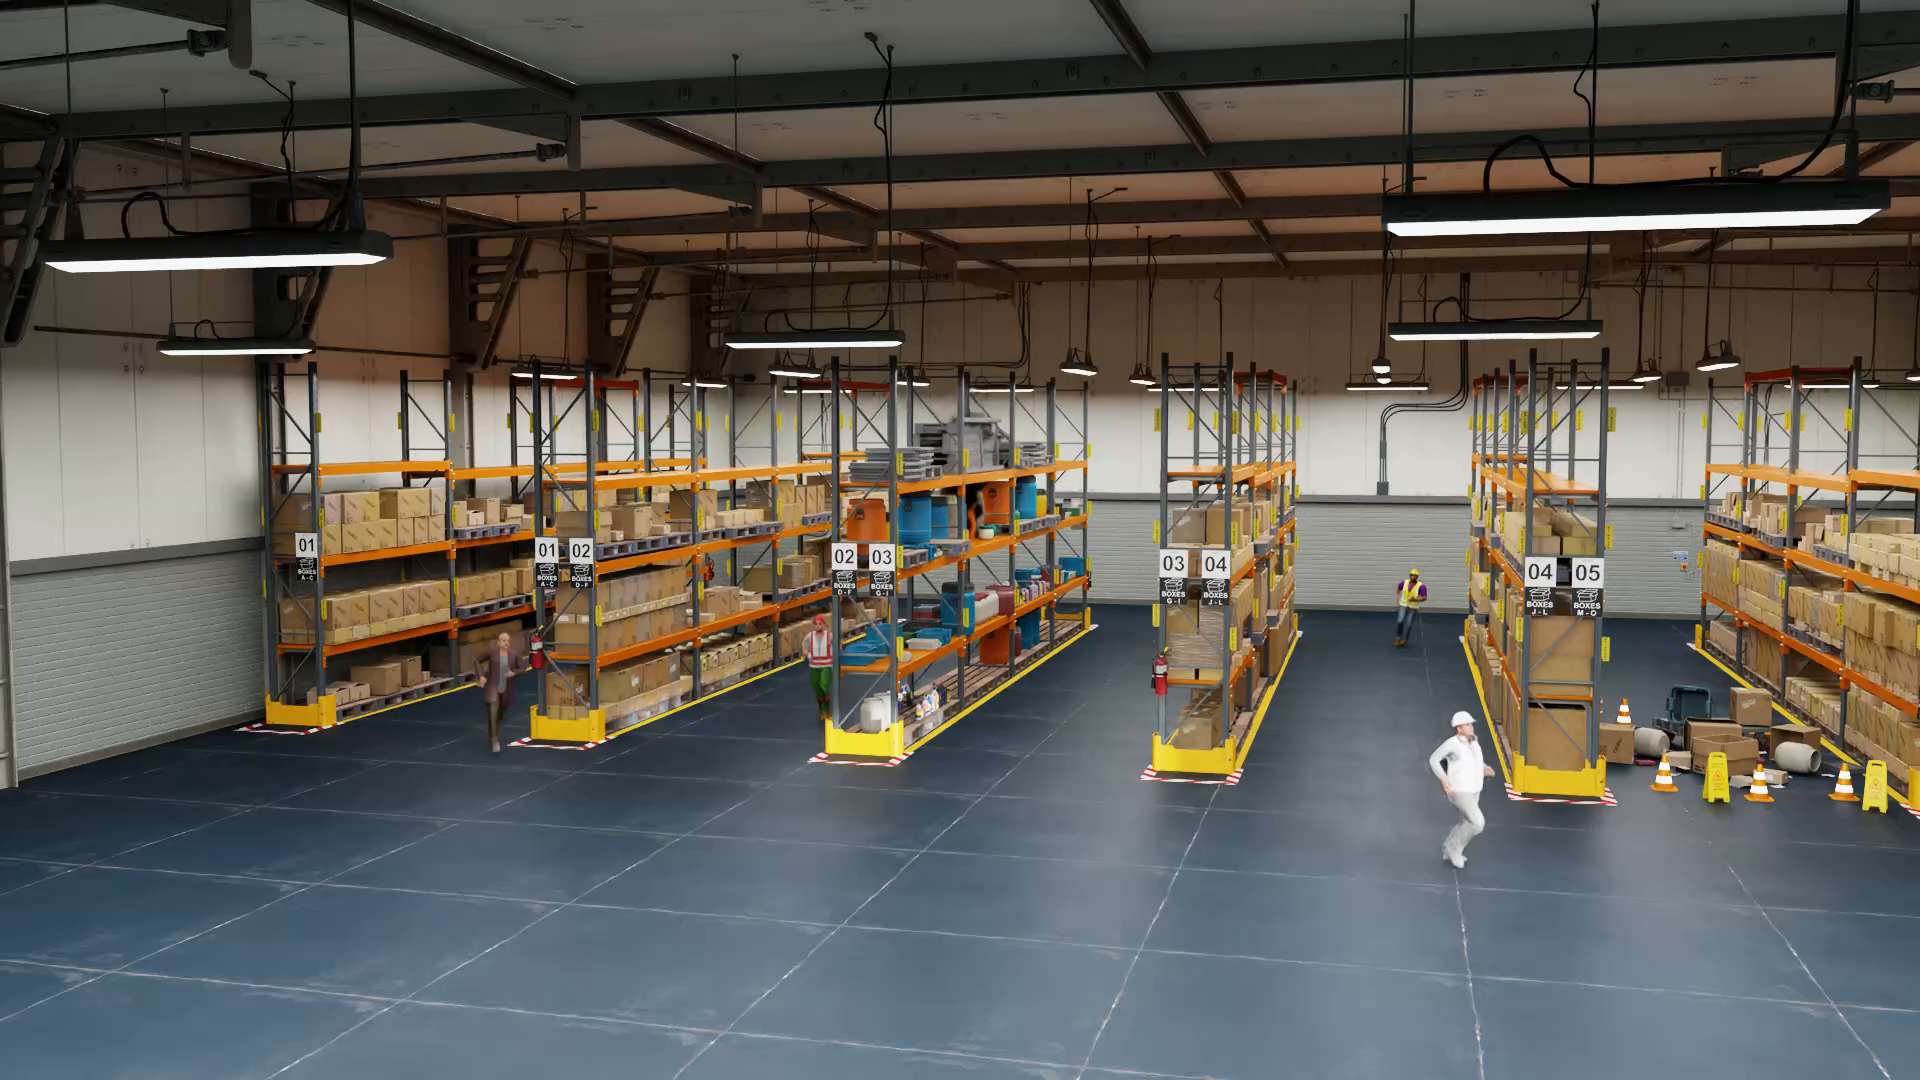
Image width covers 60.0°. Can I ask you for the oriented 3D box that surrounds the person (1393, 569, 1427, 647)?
[{"bbox_3d":[10.086,1.527,37.203,0.712,1.772,0.647,2,4,23],"label":"person"}]

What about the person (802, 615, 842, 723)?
[{"bbox_3d":[-2.325,2.152,27.863,0.643,1.796,0.805,1,4,9],"label":"person"}]

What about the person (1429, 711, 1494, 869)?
[{"bbox_3d":[5.685,2.806,18.666,0.638,1.751,0.670,-3,5,-40],"label":"person"}]

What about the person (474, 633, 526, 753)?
[{"bbox_3d":[-7.005,2.392,25.424,0.733,1.541,1.114,-2,5,-28],"label":"person"}]
